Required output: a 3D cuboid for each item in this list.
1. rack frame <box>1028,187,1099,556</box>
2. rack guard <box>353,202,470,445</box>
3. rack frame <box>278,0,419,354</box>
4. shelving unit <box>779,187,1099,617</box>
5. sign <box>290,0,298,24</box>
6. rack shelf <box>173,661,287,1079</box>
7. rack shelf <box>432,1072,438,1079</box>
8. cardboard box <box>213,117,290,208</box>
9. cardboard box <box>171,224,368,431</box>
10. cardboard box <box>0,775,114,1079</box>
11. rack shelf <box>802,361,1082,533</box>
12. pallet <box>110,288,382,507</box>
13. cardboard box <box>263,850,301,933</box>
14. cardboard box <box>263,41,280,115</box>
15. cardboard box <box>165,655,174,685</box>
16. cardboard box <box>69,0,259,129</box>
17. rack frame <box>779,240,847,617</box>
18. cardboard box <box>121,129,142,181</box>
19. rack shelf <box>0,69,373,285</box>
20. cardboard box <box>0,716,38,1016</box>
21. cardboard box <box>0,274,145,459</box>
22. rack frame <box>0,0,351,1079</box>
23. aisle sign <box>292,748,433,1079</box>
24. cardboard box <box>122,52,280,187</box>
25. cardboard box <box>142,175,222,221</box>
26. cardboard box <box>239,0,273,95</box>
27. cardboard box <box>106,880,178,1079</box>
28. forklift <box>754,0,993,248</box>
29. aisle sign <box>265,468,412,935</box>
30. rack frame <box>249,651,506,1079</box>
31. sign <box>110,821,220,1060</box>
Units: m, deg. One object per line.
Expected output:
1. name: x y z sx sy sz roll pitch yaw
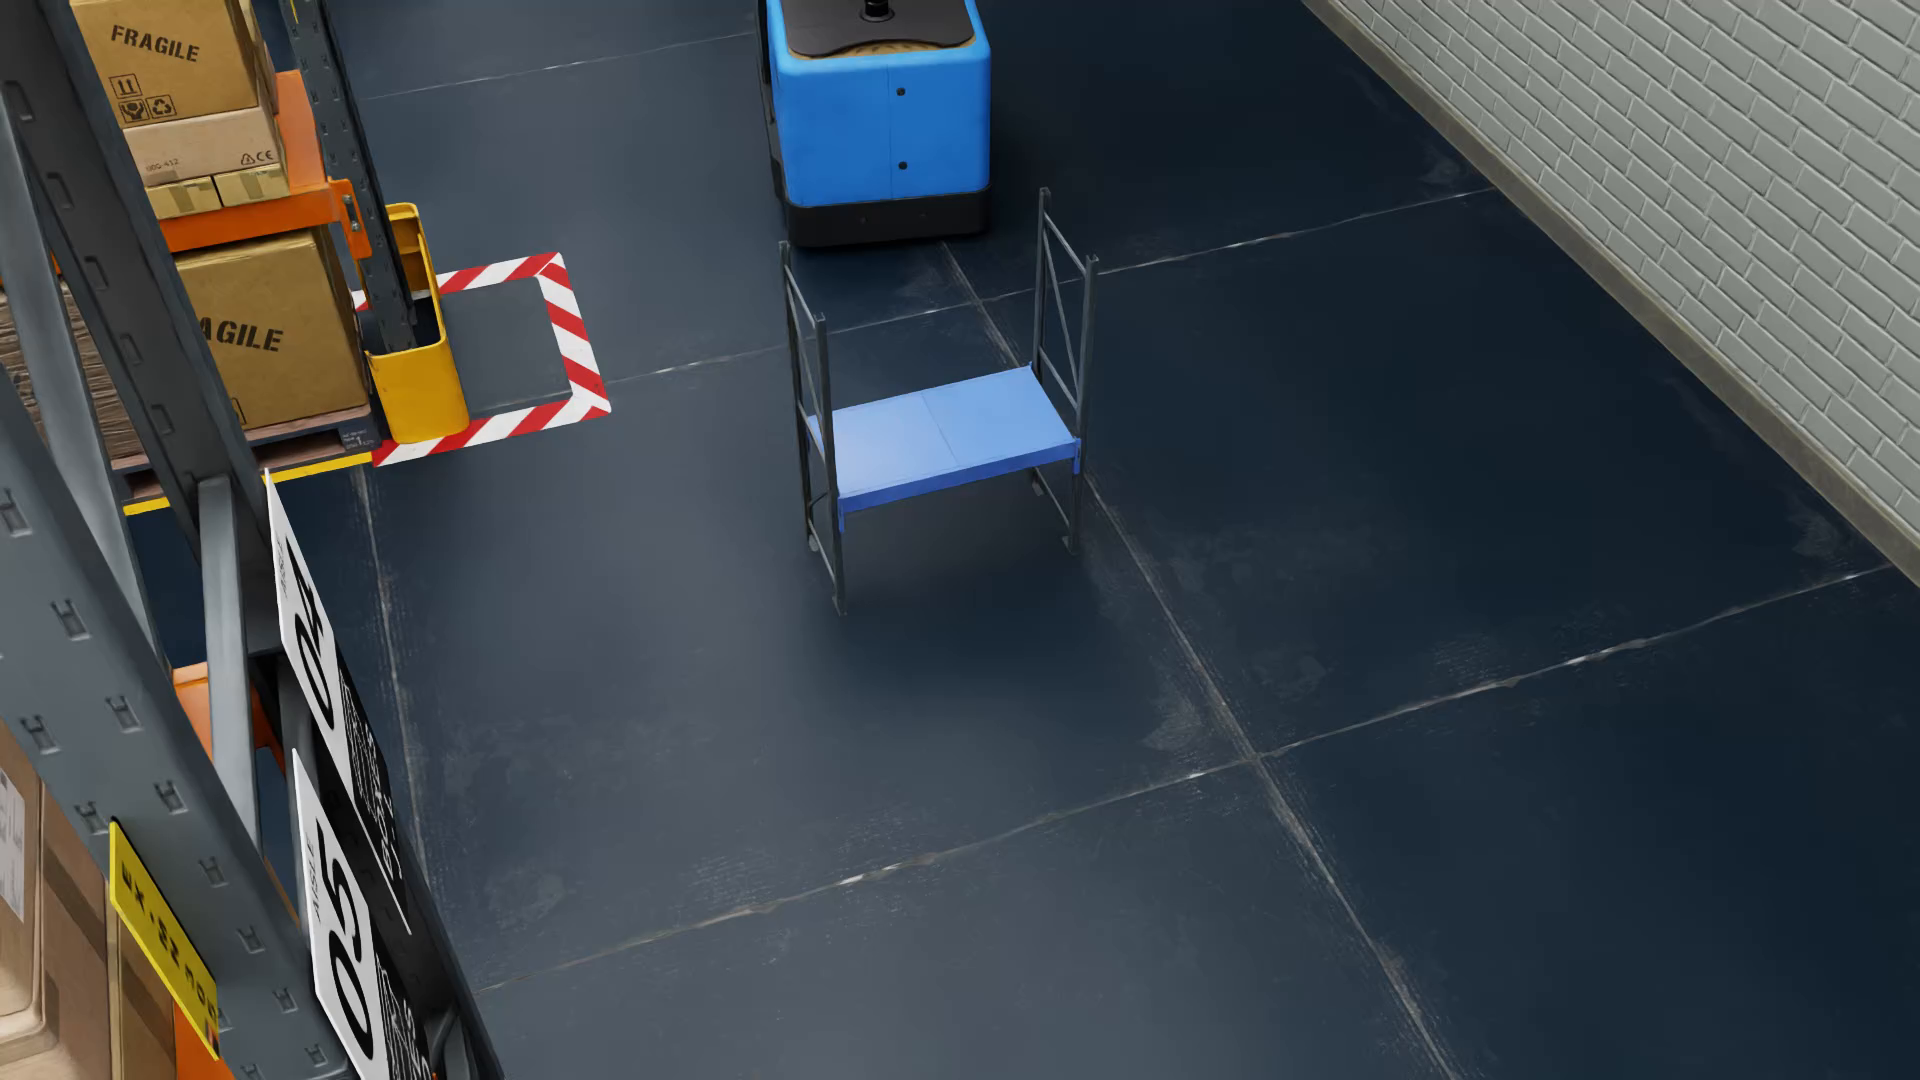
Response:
1. rack frame: 0.398 -0.631 6.629 0.032 1.500 0.500 -14 47 -14
2. rack guard: -2.579 -1.023 7.726 0.348 0.500 1.175 -14 47 -14
3. rack frame: -2.601 -1.900 6.835 0.127 3.000 1.000 -14 47 -14
4. shelving unit: -0.080 -0.509 6.508 1.048 1.500 0.538 -14 47 -14
5. sign: -2.430 -2.027 5.977 0.005 0.325 0.100 -14 47 -14
6. rack shelf: -2.893 1.105 2.230 4.000 0.370 1.077 -14 47 -14
7. rack shelf: -2.893 2.164 3.293 4.000 0.370 1.077 -14 47 -14
8. cardboard box: -2.824 -1.506 6.620 0.250 0.149 0.380 -14 47 -13
9. cardboard box: -3.176 -1.091 7.232 0.875 0.875 0.875 -14 47 -14
10. cardboard box: -1.359 0.527 2.052 0.500 0.250 0.500 -16 47 -15
11. rack shelf: -0.080 -0.382 6.635 1.000 0.185 0.538 -14 47 -14
12. pallet: -3.327 -0.671 7.579 1.213 0.211 1.003 -14 47 -14
13. cardboard box: -1.525 0.867 3.091 0.500 0.500 0.500 -15 47 -14
14. cardboard box: -3.047 -1.946 7.058 0.250 0.149 0.380 -14 47 -13
15. cardboard box: -1.521 0.361 2.570 0.500 0.250 0.500 -13 46 -12
16. cardboard box: -2.970 -1.924 6.226 0.500 0.500 0.500 -14 47 -13
17. rack frame: -0.558 -0.387 6.386 0.032 1.500 0.500 -14 47 -14
18. cardboard box: -3.444 -1.537 6.369 0.500 0.250 0.500 -15 47 -15
19. rack shelf: -4.482 -1.165 6.610 4.000 0.370 1.077 -14 47 -14
20. cardboard box: -1.225 0.381 1.915 0.250 0.149 0.380 -15 47 -14
21. cardboard box: -4.032 -0.872 7.014 0.875 0.875 0.875 -14 47 -14
22. rack frame: -1.012 -0.689 1.393 0.127 3.000 1.000 -14 47 -14
23. aisle sign: -0.842 0.693 2.415 0.004 0.787 0.394 -14 47 -14
24. cardboard box: -2.967 -1.659 6.490 0.500 0.250 0.500 -15 47 -14
25. cardboard box: -3.068 -1.443 6.557 0.250 0.149 0.380 -14 47 -13
26. cardboard box: -3.144 -2.016 6.847 0.500 0.250 0.500 -16 47 -15
27. cardboard box: -1.350 0.709 2.223 0.500 0.250 0.500 -15 47 -15
28. forklift: -0.578 -3.573 8.551 1.130 2.935 3.031 -7 45 -6
29. aisle sign: -1.045 0.294 2.813 0.004 0.787 0.394 -14 47 -14
30. rack frame: -1.012 1.429 3.517 0.127 3.000 1.000 -14 47 -14
31. sign: -0.843 0.432 1.768 0.005 0.325 0.100 -14 47 -14
